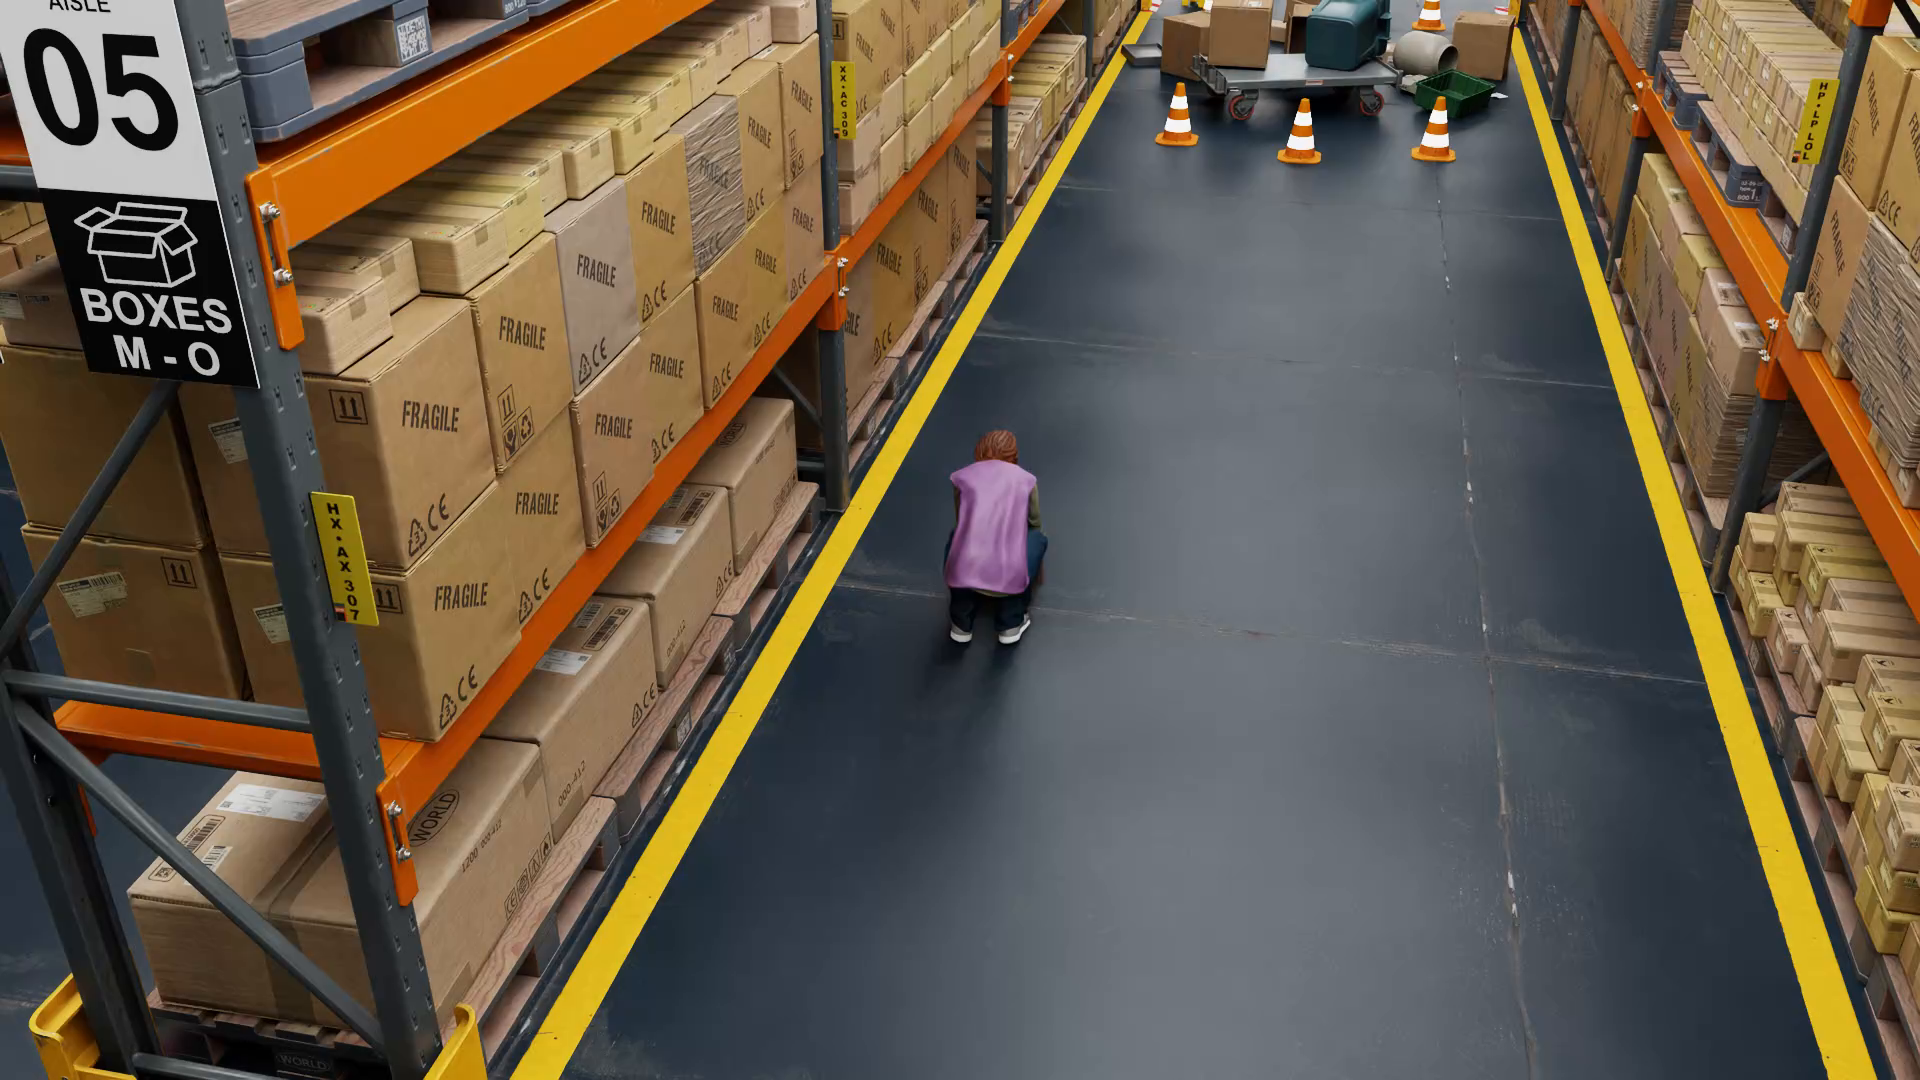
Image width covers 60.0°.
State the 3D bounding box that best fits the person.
[{"bbox_3d":[0.144,0.022,7.009,0.433,0.774,0.811,6,30,11],"label":"person"}]
